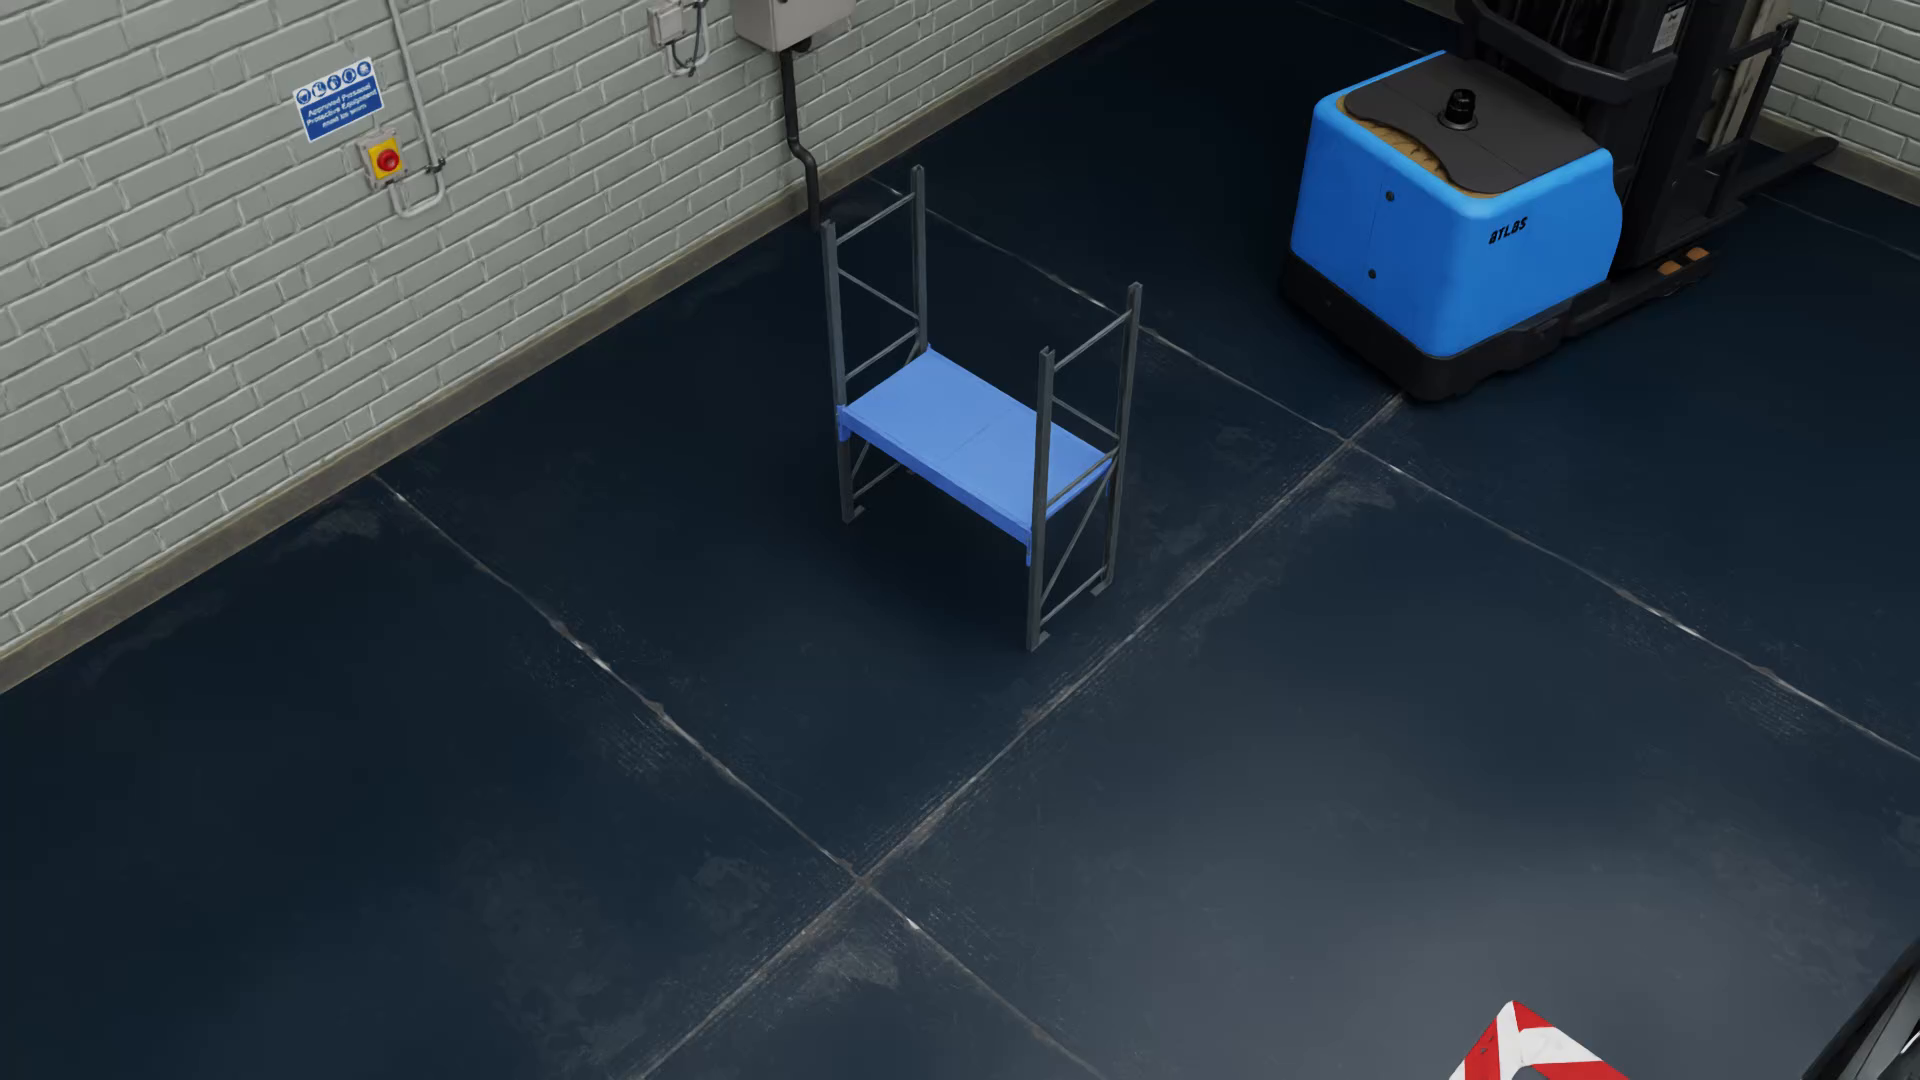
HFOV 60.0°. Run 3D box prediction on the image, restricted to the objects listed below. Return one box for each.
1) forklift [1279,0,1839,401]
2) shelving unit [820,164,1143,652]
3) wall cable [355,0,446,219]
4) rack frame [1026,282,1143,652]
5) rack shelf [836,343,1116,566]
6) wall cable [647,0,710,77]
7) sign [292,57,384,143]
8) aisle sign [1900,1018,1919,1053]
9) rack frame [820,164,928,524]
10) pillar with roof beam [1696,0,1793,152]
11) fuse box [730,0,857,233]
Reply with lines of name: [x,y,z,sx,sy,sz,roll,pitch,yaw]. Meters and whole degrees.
forklift: [3.026,-2.466,7.164,3.031,2.935,1.130,-26,52,-22]
shelving unit: [0.063,-0.471,6.272,1.048,1.500,0.538,34,55,28]
wall cable: [-2.214,-1.888,5.855,0.123,1.953,0.585,34,55,28]
rack frame: [0.436,-0.220,6.036,0.032,1.500,0.500,34,55,28]
rack shelf: [0.063,-0.348,6.403,1.000,0.185,0.538,34,55,28]
wall cable: [-1.261,-2.643,6.586,0.122,1.984,0.588,34,55,28]
sign: [-2.292,-1.626,6.143,0.001,0.218,0.327,34,55,28]
aisle sign: [1.695,0.476,2.571,0.004,0.787,0.394,34,55,28]
rack frame: [-0.311,-0.723,6.508,0.032,1.500,0.500,34,55,28]
pillar with roof beam: [1.019,-2.978,3.482,0.400,9.000,9.100,34,55,28]
fuse box: [-0.682,-2.142,7.696,0.414,1.711,0.539,34,55,28]
